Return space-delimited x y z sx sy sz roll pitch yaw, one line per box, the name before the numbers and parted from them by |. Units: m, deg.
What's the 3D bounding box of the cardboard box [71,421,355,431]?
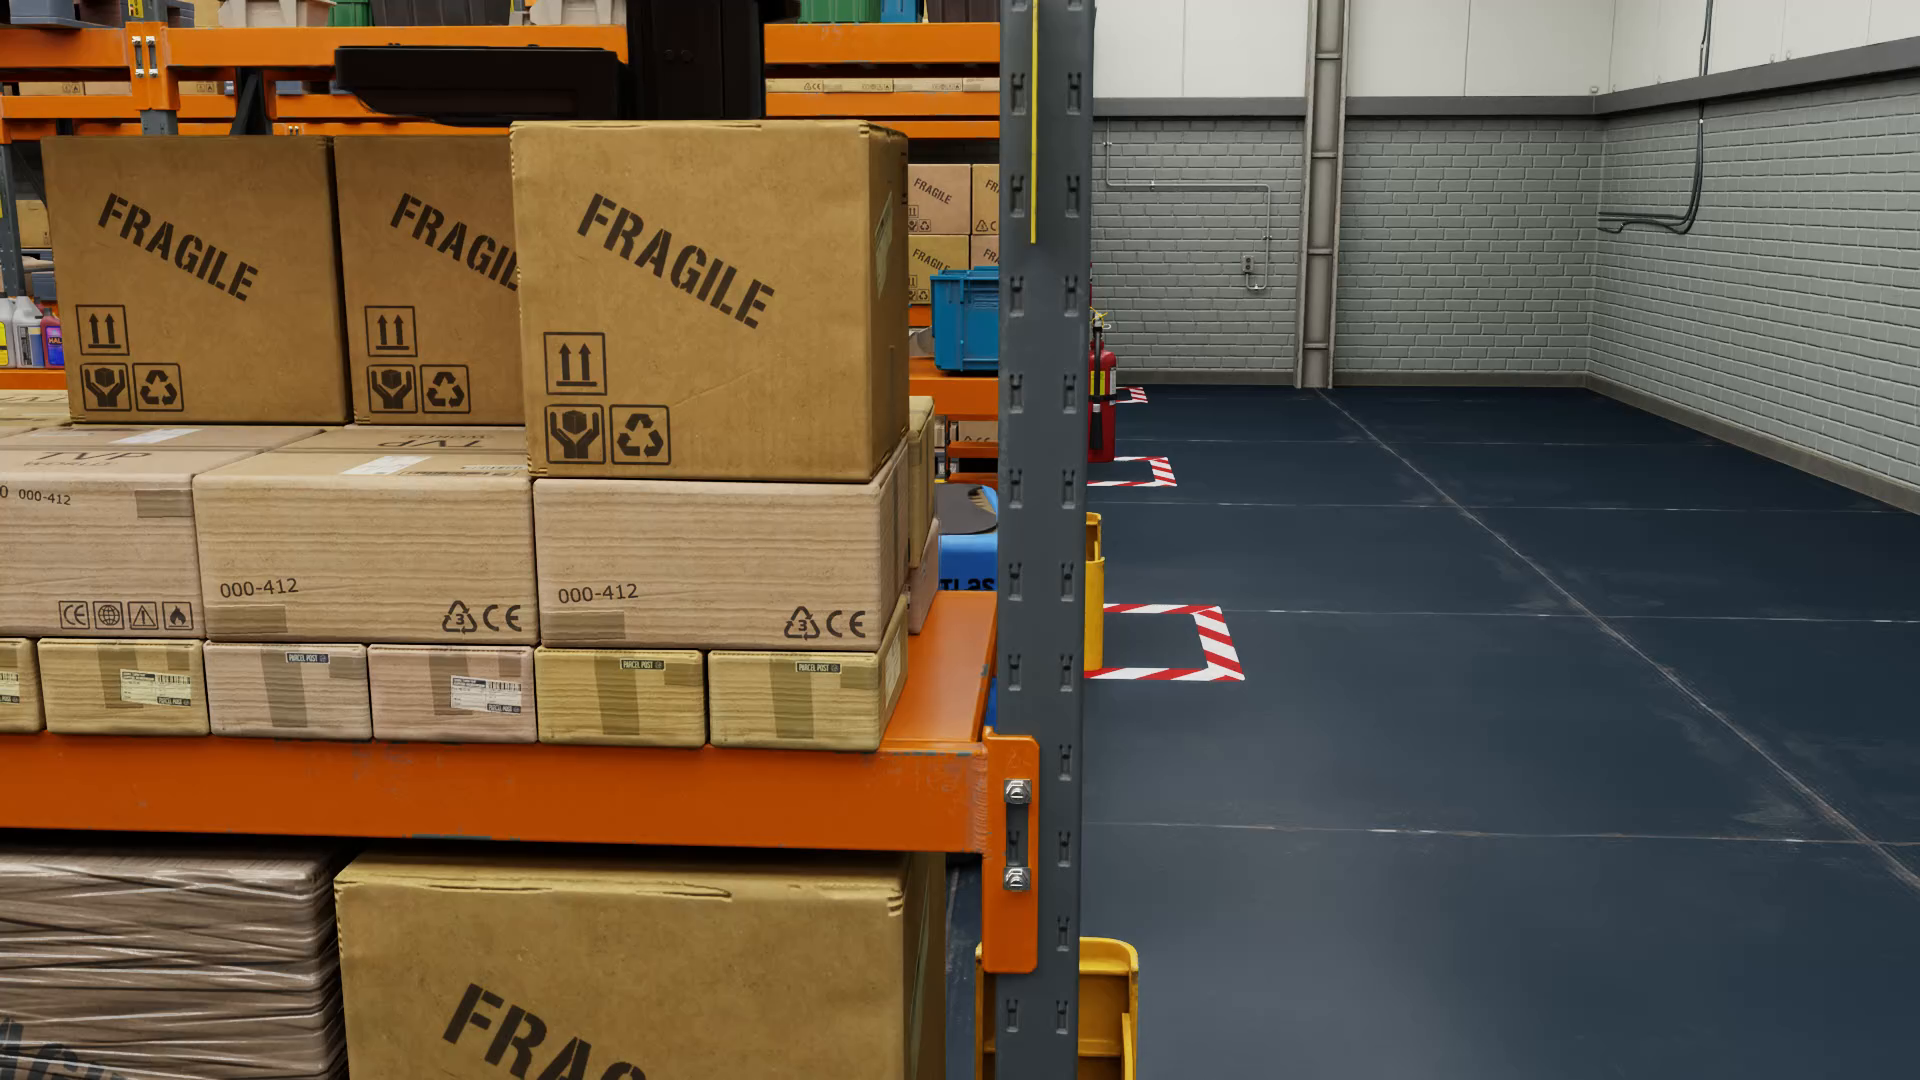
cardboard box | -1.331 -0.134 3.225 0.500 0.250 0.500 0 12 2

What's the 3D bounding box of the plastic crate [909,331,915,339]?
plastic crate | -0.345 -0.874 7.615 0.243 0.136 0.396 1 12 4

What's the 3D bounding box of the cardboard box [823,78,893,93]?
cardboard box | -0.713 -3.372 12.103 0.500 0.250 0.500 1 12 4

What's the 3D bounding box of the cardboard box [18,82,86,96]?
cardboard box | -6.729 -3.638 12.766 0.500 0.500 0.910 1 12 4

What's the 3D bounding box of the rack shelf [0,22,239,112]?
rack shelf | -5.506 -2.197 7.877 4.000 0.370 1.077 1 12 4

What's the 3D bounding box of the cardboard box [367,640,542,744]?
cardboard box | -0.739 0.191 2.641 0.250 0.149 0.380 1 12 4

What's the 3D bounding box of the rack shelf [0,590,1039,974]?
rack shelf | -1.846 0.338 3.085 4.000 0.370 1.077 1 12 4

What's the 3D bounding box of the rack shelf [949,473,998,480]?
rack shelf | 0.165 -0.363 10.181 0.457 0.050 0.221 1 12 4

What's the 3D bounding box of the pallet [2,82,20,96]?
pallet | -7.850 -3.487 12.748 1.003 0.211 1.213 1 12 6

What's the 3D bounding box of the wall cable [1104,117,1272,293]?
wall cable | 2.483 -3.696 18.130 1.851 1.984 0.084 1 12 4

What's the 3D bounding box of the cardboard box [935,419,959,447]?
cardboard box | -0.142 -0.820 12.710 0.250 0.166 0.380 1 12 4

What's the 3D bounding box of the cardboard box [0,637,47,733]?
cardboard box | -1.506 0.181 2.690 0.250 0.149 0.380 1 12 4

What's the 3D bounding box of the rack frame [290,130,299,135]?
rack frame | -6.840 -3.132 17.917 0.127 3.000 1.000 1 12 4

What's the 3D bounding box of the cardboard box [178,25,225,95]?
cardboard box | -5.702 -3.624 12.698 0.500 0.500 0.910 1 12 4

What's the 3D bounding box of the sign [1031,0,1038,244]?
sign | 0.099 -0.559 2.209 0.005 0.325 0.100 1 12 4

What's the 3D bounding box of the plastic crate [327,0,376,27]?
plastic crate | -3.068 -2.474 7.962 0.662 0.188 0.450 1 12 4

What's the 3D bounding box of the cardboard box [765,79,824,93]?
cardboard box | -1.211 -3.382 12.152 0.500 0.250 0.500 1 12 4

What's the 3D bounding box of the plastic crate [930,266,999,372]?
plastic crate | 0.134 -1.012 7.548 0.499 0.435 0.616 1 12 4

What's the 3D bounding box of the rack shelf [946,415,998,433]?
rack shelf | 0.165 -0.738 10.102 0.480 0.148 0.258 1 12 4

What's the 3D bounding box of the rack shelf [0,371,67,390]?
rack shelf | -5.506 -0.729 8.184 4.000 0.370 1.077 1 12 4

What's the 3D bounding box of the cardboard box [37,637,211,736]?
cardboard box | -1.247 0.184 2.674 0.250 0.149 0.380 1 12 2

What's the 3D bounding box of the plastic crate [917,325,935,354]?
plastic crate | -0.058 -0.991 8.178 0.298 0.136 0.250 1 12 4

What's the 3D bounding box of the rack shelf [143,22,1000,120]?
rack shelf | -1.515 -2.142 7.615 4.000 0.370 1.077 1 12 4

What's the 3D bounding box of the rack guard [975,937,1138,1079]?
rack guard | 0.174 1.237 3.135 0.348 0.500 1.175 1 12 4

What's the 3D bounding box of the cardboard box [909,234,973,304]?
cardboard box | -0.168 -2.017 12.339 0.500 0.500 0.500 1 12 4

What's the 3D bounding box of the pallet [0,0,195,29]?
pallet | -6.198 -1.587 10.504 5.144 3.011 6.198 1 12 4

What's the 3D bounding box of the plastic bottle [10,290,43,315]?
plastic bottle | -4.440 -1.005 7.866 0.185 0.351 0.144 1 12 4

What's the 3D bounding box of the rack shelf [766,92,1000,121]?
rack shelf | -1.180 -3.154 12.453 4.000 0.370 1.077 1 12 4

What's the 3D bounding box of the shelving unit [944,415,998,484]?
shelving unit | 0.163 -0.585 10.135 0.499 1.200 0.258 1 12 4

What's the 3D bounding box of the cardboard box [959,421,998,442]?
cardboard box | 0.256 -0.960 12.561 0.500 0.500 0.500 1 12 4

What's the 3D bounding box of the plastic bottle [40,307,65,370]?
plastic bottle | -4.159 -0.930 7.672 0.133 0.283 0.061 1 12 4

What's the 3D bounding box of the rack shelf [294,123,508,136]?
rack shelf | -4.844 -4.221 17.552 4.000 0.370 1.077 1 12 4

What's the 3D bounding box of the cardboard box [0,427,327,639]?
cardboard box | -1.366 -0.026 2.705 0.500 0.250 0.500 0 12 2

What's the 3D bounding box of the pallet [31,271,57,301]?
pallet | -6.486 -2.032 13.122 1.003 0.211 1.213 1 12 4

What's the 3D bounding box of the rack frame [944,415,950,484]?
rack frame | -0.078 -0.588 10.150 0.015 1.200 0.240 1 12 4

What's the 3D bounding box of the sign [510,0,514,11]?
sign | -3.209 -3.866 11.874 0.005 0.325 0.100 1 12 4

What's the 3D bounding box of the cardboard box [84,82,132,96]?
cardboard box | -6.220 -3.631 12.732 0.500 0.500 0.910 1 12 4

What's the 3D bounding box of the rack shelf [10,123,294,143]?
rack shelf | -8.835 -4.276 17.814 4.000 0.370 1.077 1 12 4

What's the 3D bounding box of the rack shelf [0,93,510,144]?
rack shelf | -5.171 -3.209 12.714 4.000 0.370 1.077 1 12 4

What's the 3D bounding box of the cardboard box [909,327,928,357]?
cardboard box | -0.564 -2.008 17.619 0.500 0.500 0.700 0 12 2

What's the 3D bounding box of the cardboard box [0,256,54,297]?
cardboard box | -7.527 -2.091 13.154 0.500 0.311 0.500 2 12 7

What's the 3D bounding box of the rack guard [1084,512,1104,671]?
rack guard | 0.505 0.222 7.985 0.348 0.500 1.175 1 12 4

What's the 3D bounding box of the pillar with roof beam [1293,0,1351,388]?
pillar with roof beam | 3.607 -5.220 13.243 0.400 9.000 9.100 1 12 4

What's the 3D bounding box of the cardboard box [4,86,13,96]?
cardboard box | -10.290 -4.886 17.704 0.500 0.500 0.500 3 12 12

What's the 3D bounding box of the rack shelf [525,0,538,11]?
rack shelf | -4.844 -5.494 17.286 4.000 0.370 1.077 1 12 4

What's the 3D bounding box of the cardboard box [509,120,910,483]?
cardboard box | -0.354 -0.379 2.564 0.500 0.500 0.500 1 12 4

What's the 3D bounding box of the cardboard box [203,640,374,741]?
cardboard box | -0.988 0.188 2.658 0.250 0.149 0.380 1 12 5

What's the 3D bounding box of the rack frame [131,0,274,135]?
rack frame | -3.510 -1.054 7.980 0.127 3.000 1.000 1 12 4

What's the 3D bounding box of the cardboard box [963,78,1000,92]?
cardboard box | 0.285 -3.359 12.040 0.500 0.250 0.500 1 12 4

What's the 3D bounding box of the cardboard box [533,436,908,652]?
cardboard box | -0.352 -0.012 2.638 0.500 0.250 0.500 1 12 3

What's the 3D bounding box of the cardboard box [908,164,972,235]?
cardboard box | -0.151 -2.506 12.235 0.500 0.500 0.500 1 12 5

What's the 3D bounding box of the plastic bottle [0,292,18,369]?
plastic bottle | -4.449 -0.975 7.725 0.185 0.351 0.144 1 12 4

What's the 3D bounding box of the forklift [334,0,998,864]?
forklift | -1.323 -0.468 5.346 3.031 2.935 1.130 -1 12 -5

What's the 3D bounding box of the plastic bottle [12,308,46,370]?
plastic bottle | -4.290 -0.937 7.726 0.135 0.276 0.152 1 12 4

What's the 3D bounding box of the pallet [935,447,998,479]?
pallet | -27.335 -2.474 0.118 54.027 8.999 28.867 1 12 4
